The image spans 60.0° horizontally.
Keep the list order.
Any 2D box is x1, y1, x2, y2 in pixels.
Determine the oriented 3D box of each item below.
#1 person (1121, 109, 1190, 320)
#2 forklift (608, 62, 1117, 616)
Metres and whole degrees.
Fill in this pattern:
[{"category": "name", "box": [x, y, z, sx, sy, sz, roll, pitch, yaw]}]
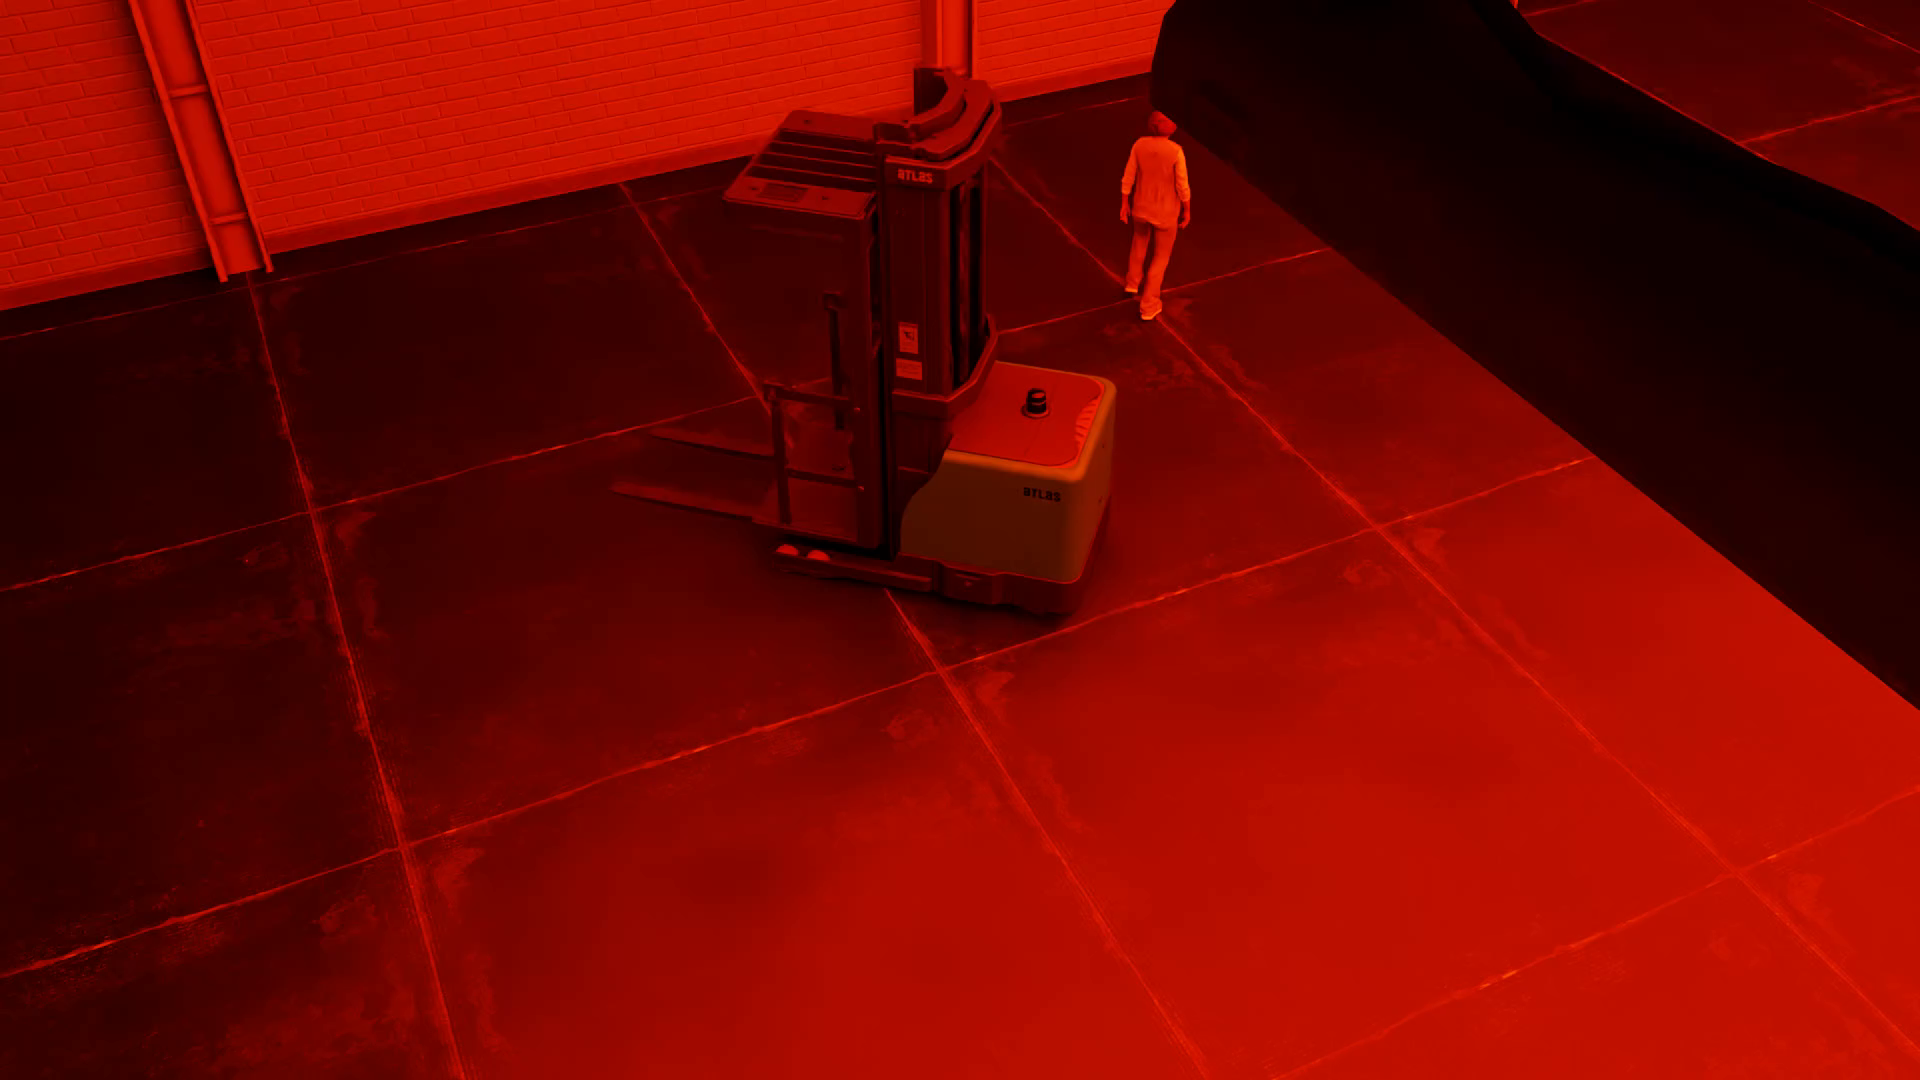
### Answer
[{"category": "person", "box": [1.404, -2.352, 11.925, 0.518, 1.623, 0.513, 20, 44, 22]}, {"category": "forklift", "box": [-0.643, -1.211, 9.467, 3.031, 2.935, 1.130, 10, 41, 12]}]
